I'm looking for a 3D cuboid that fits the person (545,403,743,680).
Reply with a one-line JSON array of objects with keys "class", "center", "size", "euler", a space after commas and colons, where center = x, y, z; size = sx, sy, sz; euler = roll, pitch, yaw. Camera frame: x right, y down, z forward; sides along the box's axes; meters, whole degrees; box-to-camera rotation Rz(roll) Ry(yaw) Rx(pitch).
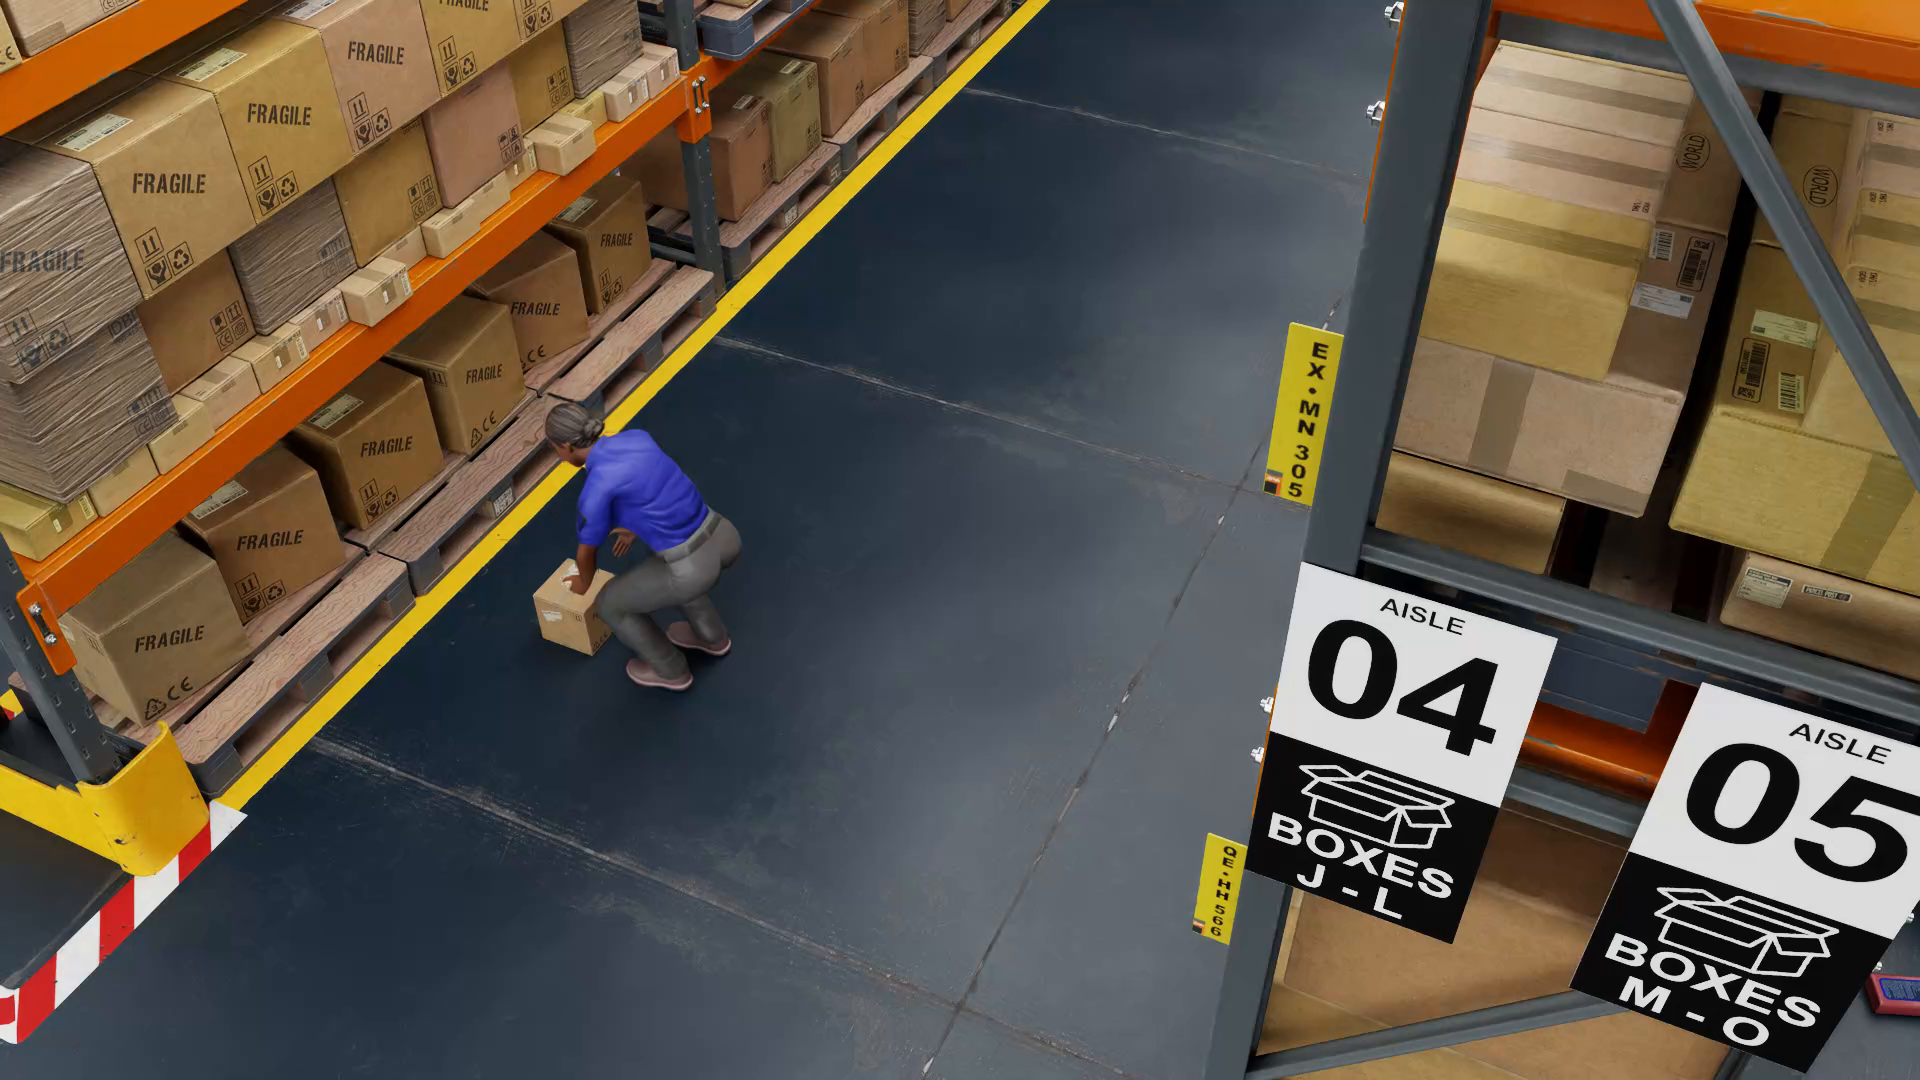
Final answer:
[{"class": "person", "center": [-1.207, 0.025, 6.400], "size": [0.697, 1.185, 0.498], "euler": [18, 45, 18]}]
